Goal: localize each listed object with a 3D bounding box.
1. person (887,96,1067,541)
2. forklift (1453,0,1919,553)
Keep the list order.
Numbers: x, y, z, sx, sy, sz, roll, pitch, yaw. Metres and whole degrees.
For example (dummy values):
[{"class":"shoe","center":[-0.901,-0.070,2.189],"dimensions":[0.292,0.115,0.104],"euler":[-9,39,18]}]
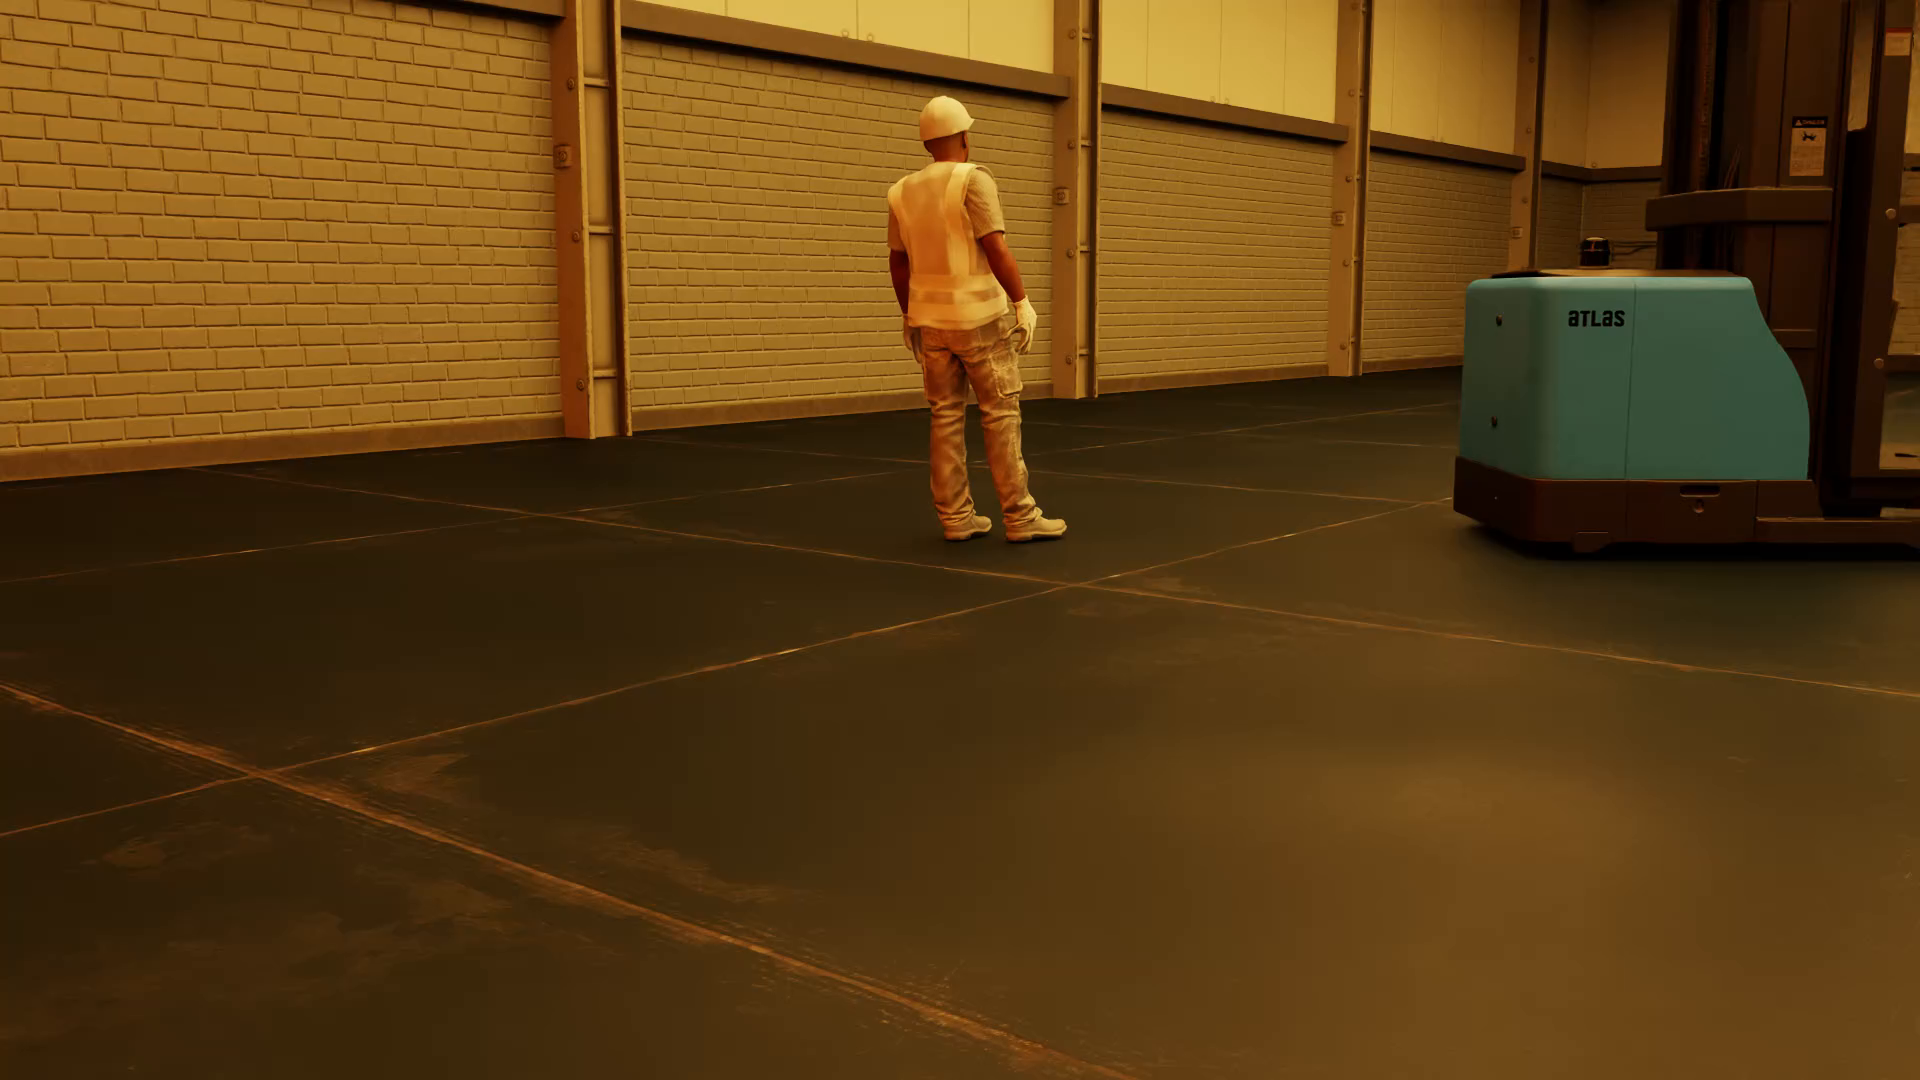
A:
[{"class":"person","center":[0.052,-0.897,6.825],"dimensions":[0.657,1.785,0.575],"euler":[7,11,38]},{"class":"forklift","center":[3.676,-1.445,6.655],"dimensions":[3.031,2.935,1.130],"euler":[0,8,0]}]
